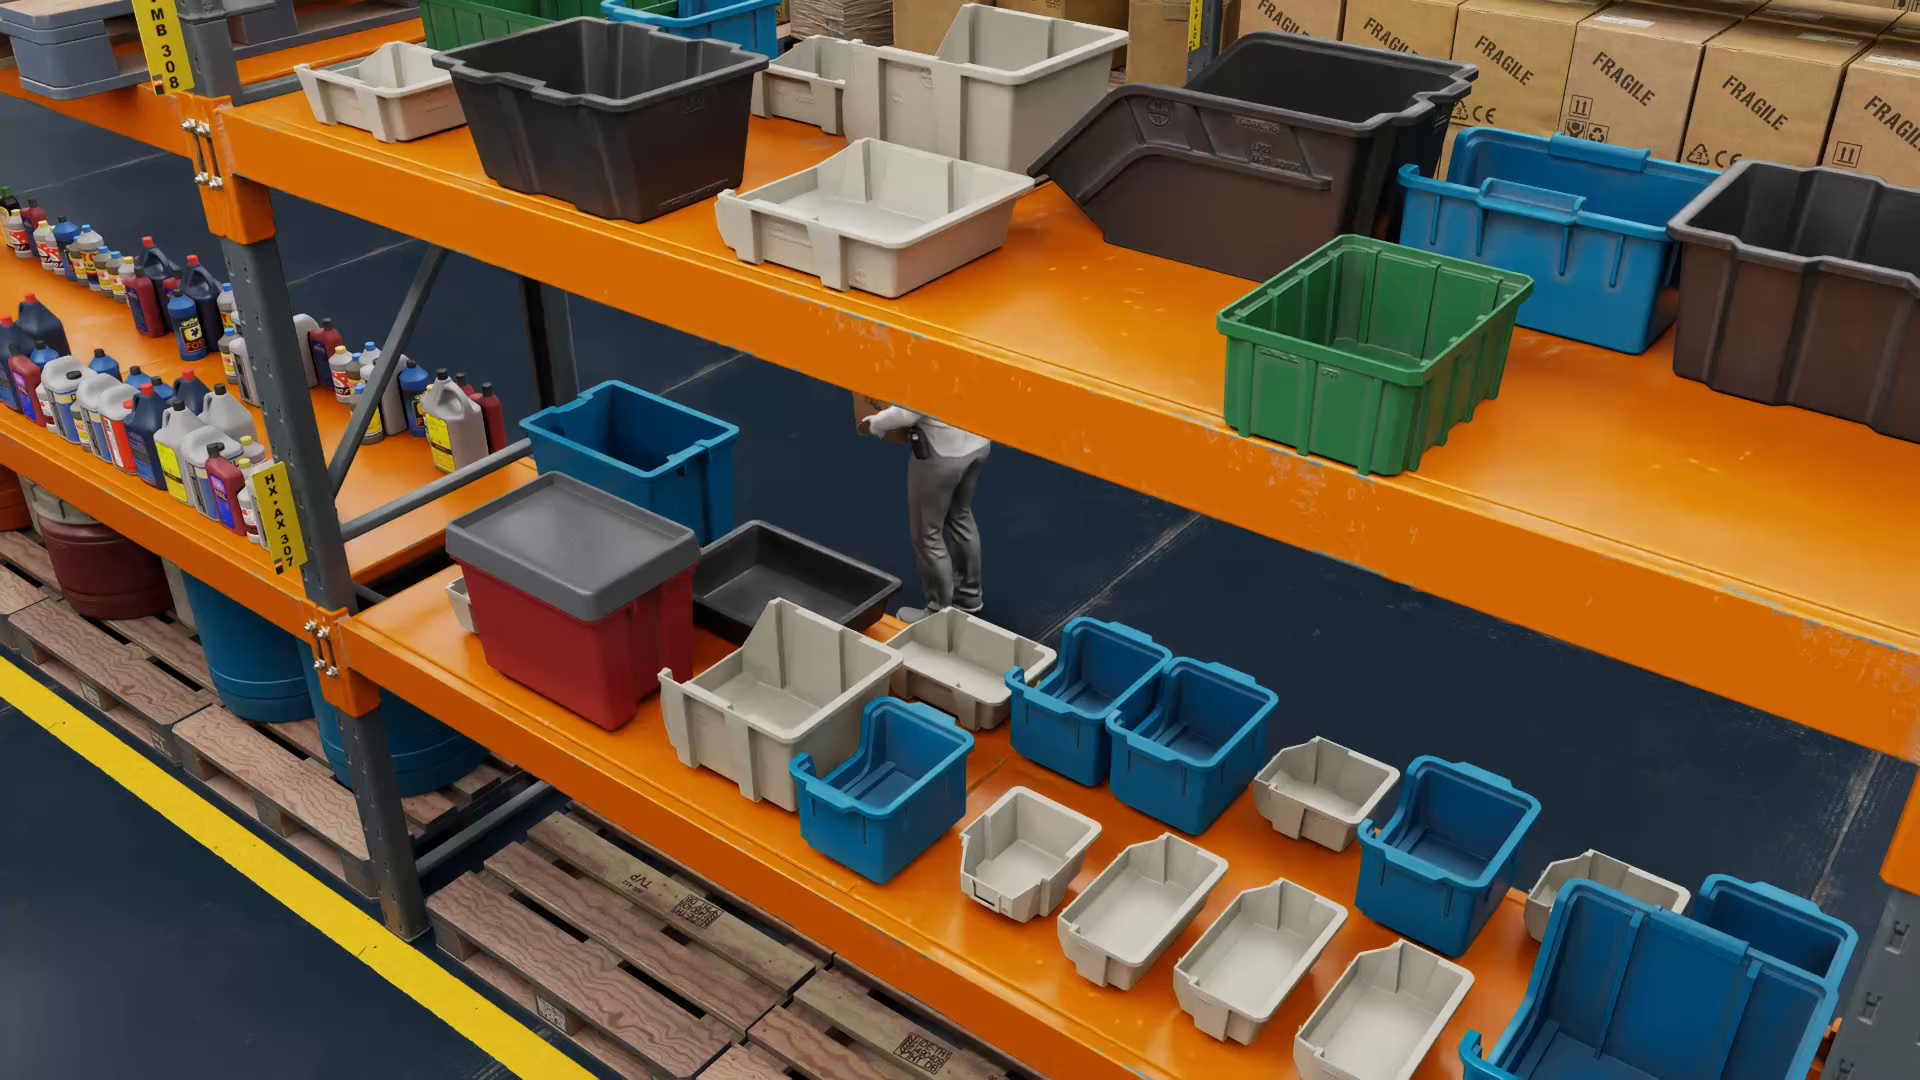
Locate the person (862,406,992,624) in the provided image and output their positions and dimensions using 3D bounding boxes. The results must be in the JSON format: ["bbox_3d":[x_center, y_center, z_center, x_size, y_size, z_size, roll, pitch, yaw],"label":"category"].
[{"bbox_3d":[-0.108,-0.404,6.772,0.517,1.692,0.470,21,37,31],"label":"person"}]
